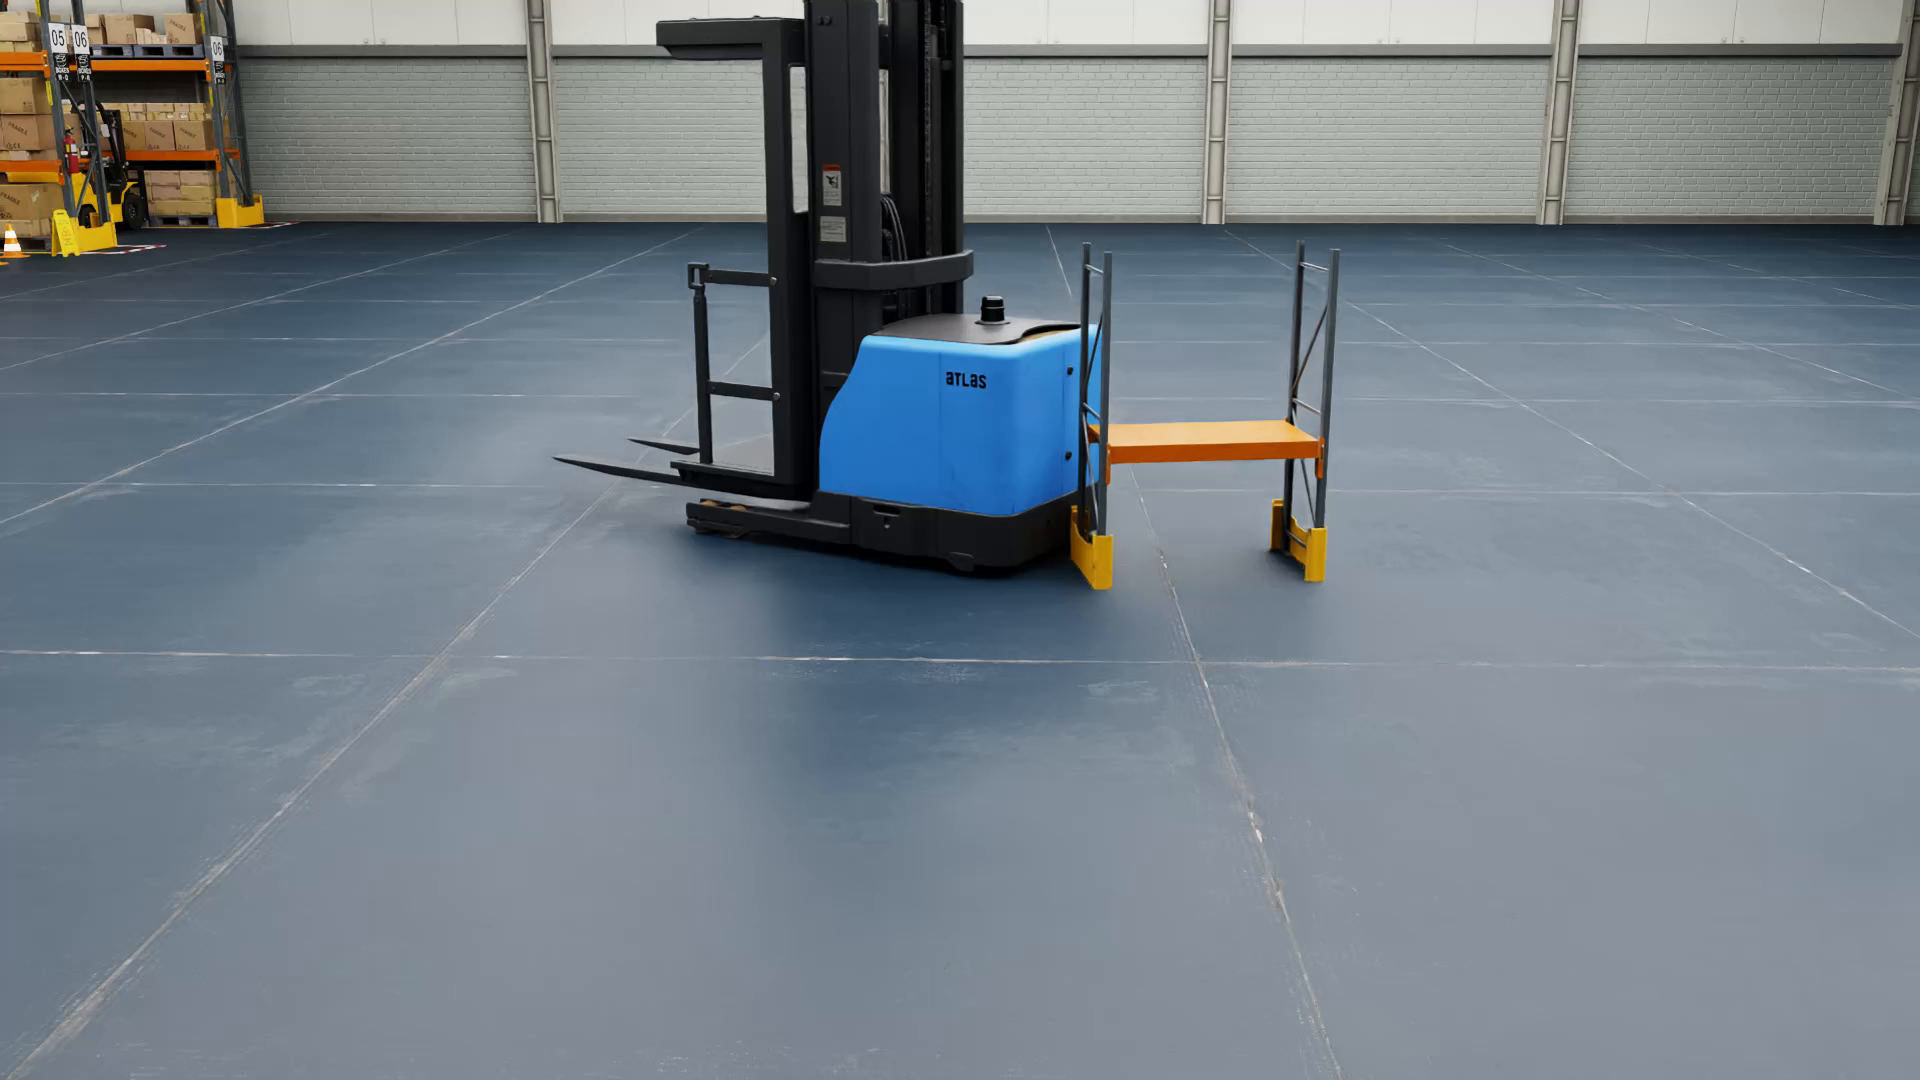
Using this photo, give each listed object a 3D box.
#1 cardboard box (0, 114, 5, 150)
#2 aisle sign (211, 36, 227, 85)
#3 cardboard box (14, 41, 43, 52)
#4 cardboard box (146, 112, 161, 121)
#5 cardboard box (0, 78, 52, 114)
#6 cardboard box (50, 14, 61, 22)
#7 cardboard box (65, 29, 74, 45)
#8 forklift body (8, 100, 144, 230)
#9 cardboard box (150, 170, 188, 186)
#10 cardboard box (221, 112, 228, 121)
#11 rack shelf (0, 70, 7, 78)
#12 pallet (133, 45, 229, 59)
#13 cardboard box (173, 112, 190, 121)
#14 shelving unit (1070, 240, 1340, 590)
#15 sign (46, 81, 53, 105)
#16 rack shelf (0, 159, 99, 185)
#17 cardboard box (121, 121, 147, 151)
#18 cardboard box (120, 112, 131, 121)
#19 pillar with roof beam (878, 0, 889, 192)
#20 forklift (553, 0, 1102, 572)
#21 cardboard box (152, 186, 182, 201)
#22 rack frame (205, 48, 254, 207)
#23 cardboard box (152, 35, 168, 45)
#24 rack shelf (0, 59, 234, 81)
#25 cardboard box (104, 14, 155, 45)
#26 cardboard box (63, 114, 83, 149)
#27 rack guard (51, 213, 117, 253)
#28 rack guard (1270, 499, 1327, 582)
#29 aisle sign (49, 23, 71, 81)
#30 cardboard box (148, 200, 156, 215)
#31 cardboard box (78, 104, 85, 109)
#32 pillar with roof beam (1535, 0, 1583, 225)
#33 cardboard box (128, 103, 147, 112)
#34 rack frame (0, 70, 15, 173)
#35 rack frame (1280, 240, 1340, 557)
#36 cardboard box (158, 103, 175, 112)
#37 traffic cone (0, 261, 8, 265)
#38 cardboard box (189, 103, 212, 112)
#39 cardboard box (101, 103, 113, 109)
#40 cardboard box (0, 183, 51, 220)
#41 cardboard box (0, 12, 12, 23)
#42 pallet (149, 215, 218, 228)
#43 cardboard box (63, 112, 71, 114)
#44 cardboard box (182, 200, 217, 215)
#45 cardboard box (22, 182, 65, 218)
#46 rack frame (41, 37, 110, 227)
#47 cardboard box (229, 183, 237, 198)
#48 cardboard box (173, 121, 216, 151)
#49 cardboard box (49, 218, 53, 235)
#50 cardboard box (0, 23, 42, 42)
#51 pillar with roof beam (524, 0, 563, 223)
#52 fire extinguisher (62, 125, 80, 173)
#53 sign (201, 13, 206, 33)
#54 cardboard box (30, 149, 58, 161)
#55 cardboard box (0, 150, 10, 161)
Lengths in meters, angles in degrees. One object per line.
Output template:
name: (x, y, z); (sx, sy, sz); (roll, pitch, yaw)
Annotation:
cardboard box: (-13.941, -5.899, 24.039); (0.500, 0.500, 0.500); (0, 15, 2)
aisle sign: (-12.710, -8.216, 28.507); (0.004, 0.787, 0.394); (0, 15, 1)
cardboard box: (-13.255, -7.029, 23.714); (0.250, 0.149, 0.380); (0, 15, 2)
cardboard box: (-13.883, -7.343, 28.826); (0.250, 0.149, 0.380); (0, 15, 1)
cardboard box: (-13.407, -6.392, 23.949); (0.500, 0.500, 0.700); (0, 15, 0)
cardboard box: (-13.241, -7.538, 24.080); (0.250, 0.149, 0.380); (0, 15, 1)
cardboard box: (-15.291, -8.611, 28.461); (0.258, 0.266, 0.396); (0, 15, 0)
forklift body: (-14.710, -6.172, 27.516); (1.214, 2.155, 2.313); (0, 15, 1)
cardboard box: (-13.747, -6.317, 29.010); (0.500, 0.250, 0.500); (1, 15, 2)
cardboard box: (-13.101, -7.465, 29.288); (0.250, 0.149, 0.380); (0, 15, 0)
rack shelf: (-18.766, -8.176, 28.981); (4.000, 0.370, 1.077); (0, 15, 1)
pallet: (-13.474, -8.454, 28.795); (1.213, 0.211, 1.003); (0, 15, 1)
cardboard box: (-13.378, -7.322, 28.744); (0.250, 0.149, 0.380); (1, 15, 2)
shelving unit: (1.102, -0.591, 7.640); (1.083, 1.500, 0.587); (-2, 15, -7)
sign: (-12.925, -6.340, 23.602); (0.005, 0.325, 0.100); (0, 15, 1)
rack shelf: (-14.890, -5.434, 24.467); (4.000, 0.370, 1.077); (0, 15, 1)
cardboard box: (-14.297, -7.028, 28.904); (0.500, 0.500, 0.500); (0, 15, 0)
cardboard box: (-14.405, -7.330, 28.774); (0.250, 0.149, 0.380); (0, 15, 2)
pillar with roof beam: (-1.555, -8.994, 24.789); (0.400, 9.000, 9.100); (0, 15, 1)
forklift: (-0.795, -1.528, 8.388); (3.031, 2.935, 1.130); (9, 17, 31)
cardboard box: (-13.764, -6.080, 29.090); (0.500, 0.250, 0.500); (0, 15, 1)
rack frame: (-12.768, -7.035, 29.124); (0.127, 3.000, 1.000); (0, 15, 1)
cardboard box: (-13.604, -8.543, 28.434); (0.250, 0.149, 0.380); (0, 15, 0)
rack shelf: (-14.767, -8.150, 28.882); (4.000, 0.370, 1.077); (0, 15, 1)
cardboard box: (-14.238, -8.758, 28.560); (0.500, 0.500, 0.700); (0, 15, 2)
cardboard box: (-13.358, -6.035, 24.555); (0.500, 0.500, 0.500); (0, 15, 1)
rack guard: (-12.967, -4.561, 24.647); (0.348, 0.500, 1.175); (0, 15, 1)
rack guard: (1.596, -0.003, 7.863); (0.087, 0.250, 0.587); (-2, 15, -7)
aisle sign: (-12.837, -6.952, 23.712); (0.004, 0.787, 0.394); (0, 15, 1)
cardboard box: (-14.243, -5.842, 29.170); (0.500, 0.250, 0.500); (1, 15, 2)
cardboard box: (-15.166, -7.501, 28.839); (0.250, 0.149, 0.380); (0, 15, 1)
pillar with roof beam: (10.441, -8.916, 24.493); (0.400, 9.000, 9.100); (0, 15, 1)
cardboard box: (-14.151, -7.472, 28.729); (0.250, 0.149, 0.380); (1, 15, 3)
rack frame: (-16.767, -7.061, 29.223); (0.127, 3.000, 1.000); (0, 15, 1)
rack frame: (1.615, -0.608, 7.706); (0.032, 1.500, 0.500); (-2, 15, -7)
cardboard box: (-13.641, -7.478, 28.752); (0.250, 0.149, 0.380); (1, 15, 3)
traffic cone: (-13.042, -3.931, 22.332); (0.334, 0.463, 0.336); (0, 15, 1)
cardboard box: (-13.132, -7.489, 28.796); (0.250, 0.149, 0.380); (0, 15, 2)
cardboard box: (-14.665, -7.498, 28.828); (0.250, 0.149, 0.380); (1, 15, 2)
cardboard box: (-13.699, -4.944, 24.295); (0.500, 0.500, 0.500); (0, 15, 2)
cardboard box: (-13.494, -7.422, 23.640); (0.250, 0.149, 0.380); (1, 15, 2)
pallet: (-13.534, -5.681, 29.458); (1.213, 0.211, 1.003); (0, 15, 1)
cardboard box: (-15.428, -7.335, 28.795); (0.250, 0.149, 0.380); (0, 15, 1)
cardboard box: (-13.246, -5.831, 29.127); (0.500, 0.250, 0.500); (0, 15, 2)
cardboard box: (-13.714, -5.081, 24.815); (0.500, 0.500, 0.500); (0, 15, 0)
rack frame: (-12.891, -5.769, 24.326); (0.127, 3.000, 1.000); (0, 15, 1)
cardboard box: (-13.233, -6.206, 29.570); (0.500, 0.250, 0.500); (1, 15, 2)
cardboard box: (-13.267, -7.019, 28.870); (0.500, 0.500, 0.500); (0, 15, 0)
cardboard box: (-13.690, -4.718, 24.910); (0.500, 0.250, 0.500); (0, 15, 1)
cardboard box: (-13.410, -7.225, 23.677); (0.500, 0.250, 0.500); (0, 15, 1)
pillar with roof beam: (-7.553, -9.033, 24.938); (0.400, 9.000, 9.100); (0, 15, 1)
fire extinguisher: (-12.788, -5.613, 23.888); (0.183, 0.674, 0.296); (0, 15, 1)
sign: (-12.796, -8.737, 28.114); (0.005, 0.325, 0.100); (0, 15, 1)
cardboard box: (-13.270, -5.595, 24.161); (0.250, 0.149, 0.380); (1, 15, 3)
cardboard box: (-13.782, -5.576, 24.087); (0.250, 0.149, 0.380); (0, 15, 0)
